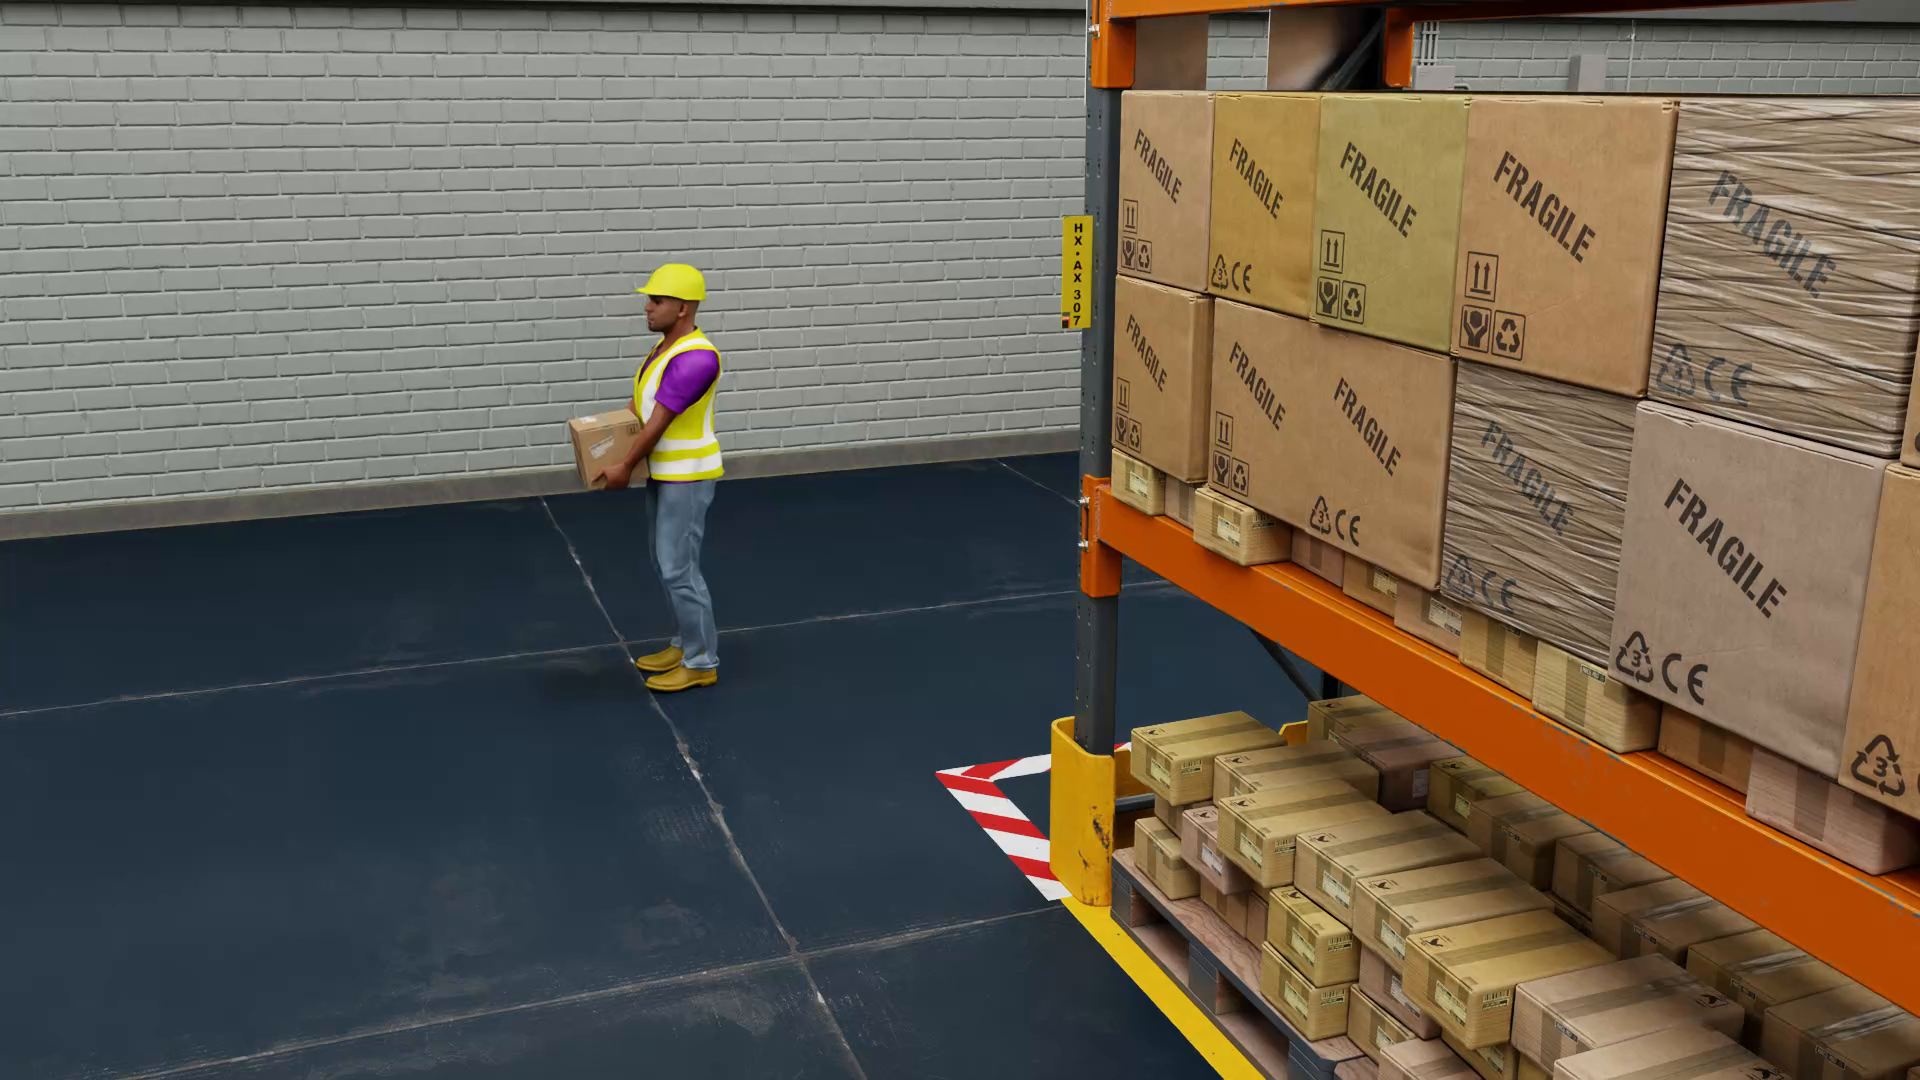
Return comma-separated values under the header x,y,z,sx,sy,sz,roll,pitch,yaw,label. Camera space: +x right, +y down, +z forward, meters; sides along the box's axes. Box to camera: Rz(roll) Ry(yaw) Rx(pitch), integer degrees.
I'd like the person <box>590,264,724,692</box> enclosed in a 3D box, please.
x,y,z,sx,sy,sz,roll,pitch,yaw,label
-1.267,-0.253,6.896,0.559,1.763,0.505,-6,17,-20,person
